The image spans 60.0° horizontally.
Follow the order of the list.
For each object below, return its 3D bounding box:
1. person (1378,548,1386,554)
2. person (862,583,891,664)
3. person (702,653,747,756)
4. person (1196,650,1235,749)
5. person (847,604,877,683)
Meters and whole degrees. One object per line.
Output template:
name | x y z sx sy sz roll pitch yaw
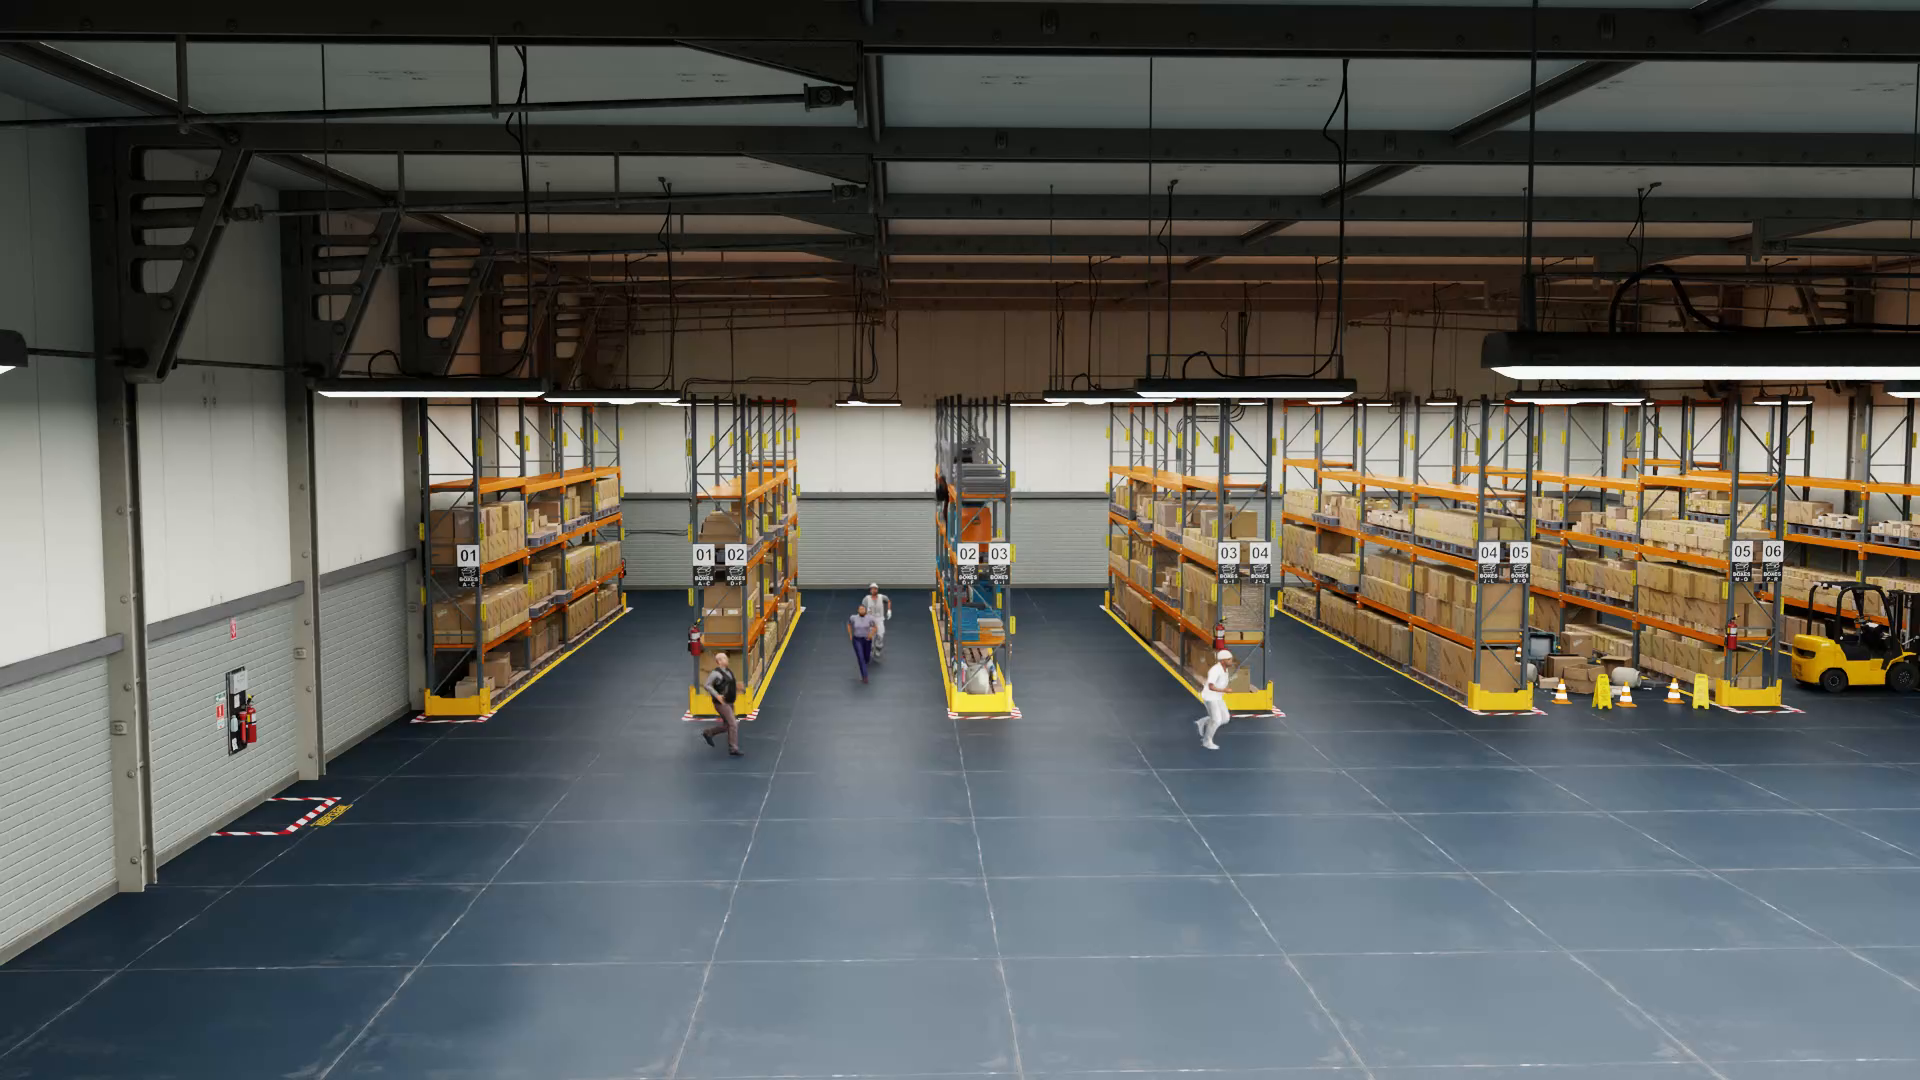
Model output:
person | 12.599 1.050 49.264 0.850 1.630 0.549 0 5 6
person | -1.904 1.869 37.649 0.675 1.816 0.910 0 5 -2
person | -3.924 2.708 27.521 0.875 1.696 0.669 2 5 19
person | 4.312 2.687 28.001 0.710 1.696 0.676 3 5 31
person | -2.071 2.167 35.124 0.630 1.632 0.895 -1 5 -11
